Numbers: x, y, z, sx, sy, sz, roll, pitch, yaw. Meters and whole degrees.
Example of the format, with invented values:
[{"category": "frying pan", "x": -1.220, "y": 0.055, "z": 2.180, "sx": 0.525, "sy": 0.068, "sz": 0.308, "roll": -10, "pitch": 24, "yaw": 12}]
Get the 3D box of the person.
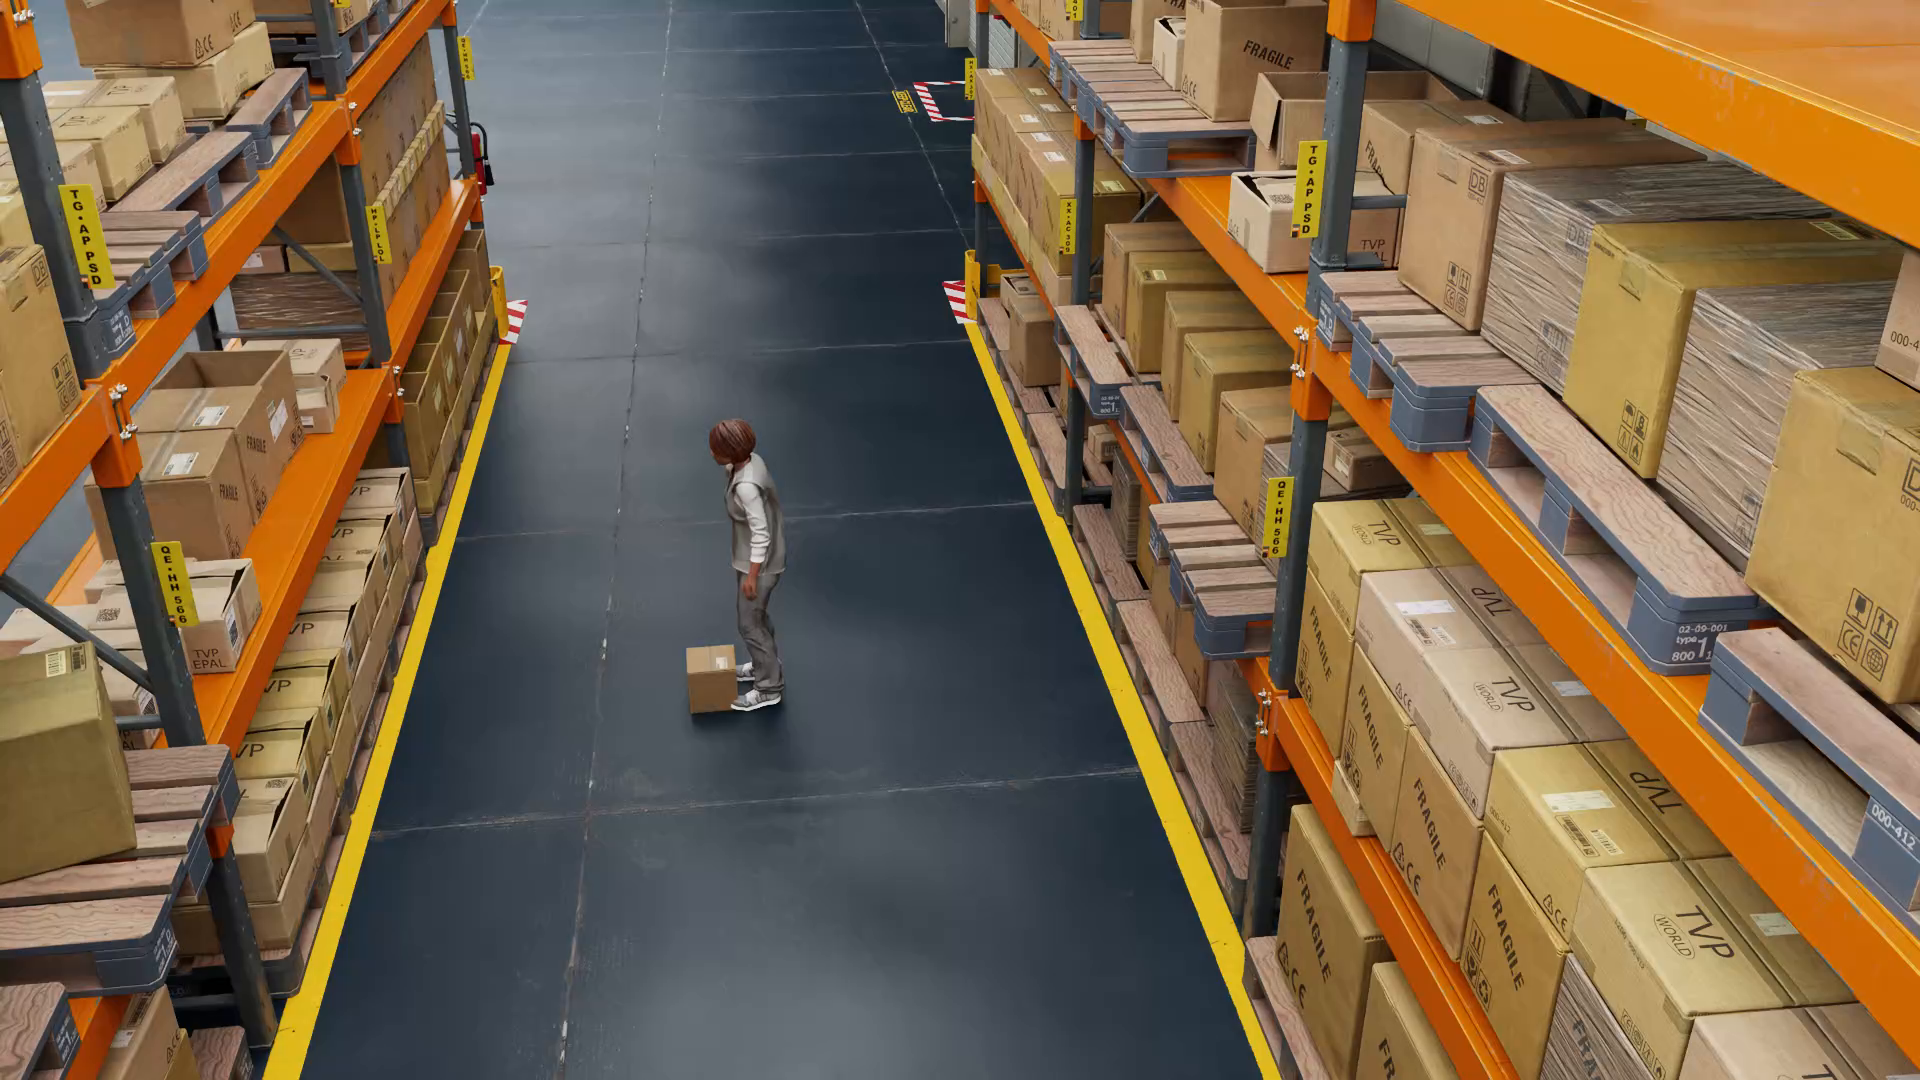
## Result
[{"category": "person", "x": -1.051, "y": 0.112, "z": 8.416, "sx": 0.343, "sy": 1.593, "sz": 0.485, "roll": -5, "pitch": 28, "yaw": -10}]
